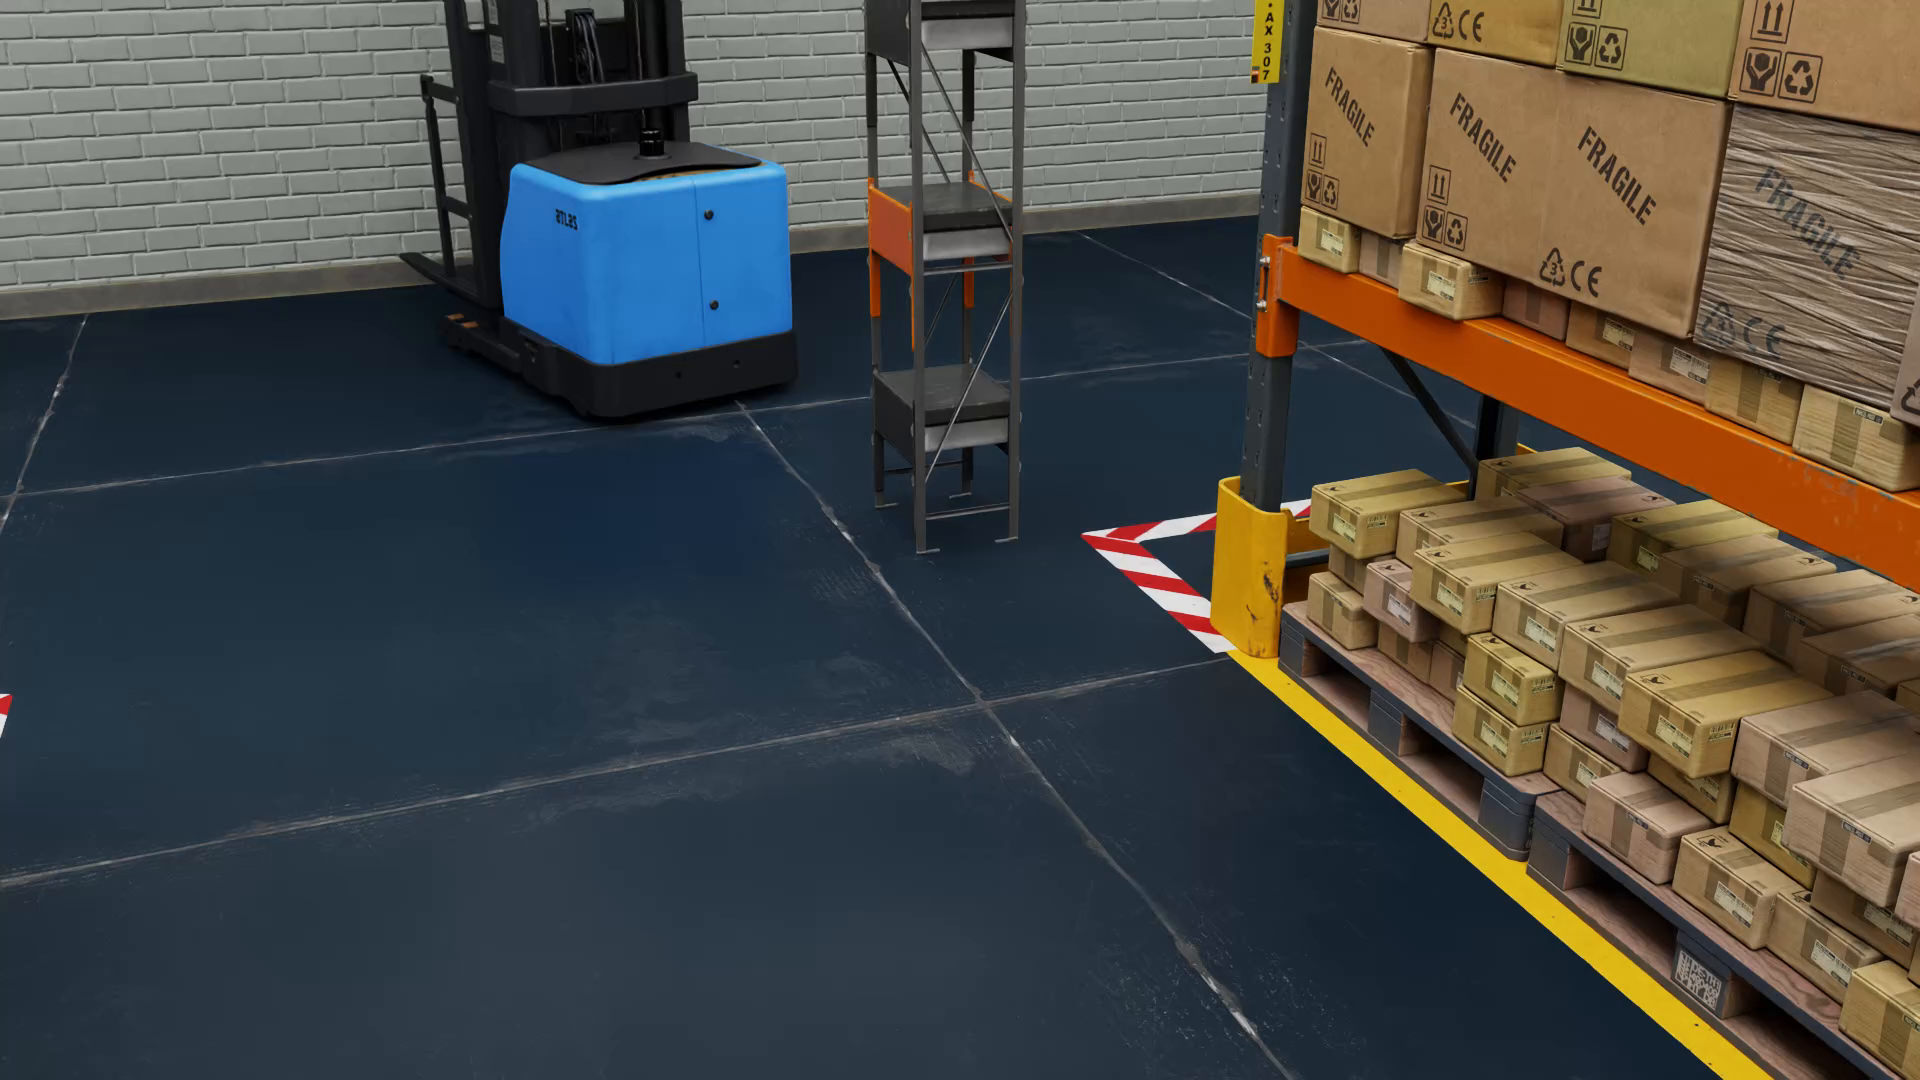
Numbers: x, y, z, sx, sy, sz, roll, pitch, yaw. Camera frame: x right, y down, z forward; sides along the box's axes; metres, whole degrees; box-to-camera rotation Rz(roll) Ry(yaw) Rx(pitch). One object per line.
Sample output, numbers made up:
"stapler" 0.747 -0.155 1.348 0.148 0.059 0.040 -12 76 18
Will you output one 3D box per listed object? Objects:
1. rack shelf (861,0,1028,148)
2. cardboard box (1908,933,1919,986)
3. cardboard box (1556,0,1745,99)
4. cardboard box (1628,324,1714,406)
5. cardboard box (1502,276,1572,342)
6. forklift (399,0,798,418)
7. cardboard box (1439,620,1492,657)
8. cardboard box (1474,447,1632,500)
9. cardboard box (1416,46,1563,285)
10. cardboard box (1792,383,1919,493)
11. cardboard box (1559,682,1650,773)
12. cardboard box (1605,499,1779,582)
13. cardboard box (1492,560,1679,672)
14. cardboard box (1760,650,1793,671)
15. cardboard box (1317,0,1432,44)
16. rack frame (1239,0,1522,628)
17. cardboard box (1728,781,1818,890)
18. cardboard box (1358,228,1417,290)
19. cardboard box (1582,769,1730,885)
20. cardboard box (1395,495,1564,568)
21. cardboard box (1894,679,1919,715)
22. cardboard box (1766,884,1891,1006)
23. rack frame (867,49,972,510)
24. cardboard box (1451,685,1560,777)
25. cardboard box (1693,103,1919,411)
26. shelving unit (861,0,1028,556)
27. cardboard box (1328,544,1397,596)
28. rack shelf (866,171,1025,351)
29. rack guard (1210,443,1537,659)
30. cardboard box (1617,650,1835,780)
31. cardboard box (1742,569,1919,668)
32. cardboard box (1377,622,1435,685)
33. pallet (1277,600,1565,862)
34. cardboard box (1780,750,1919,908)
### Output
"rack shelf" -0.058 -1.660 5.718 0.431 0.518 0.480 -8 24 -19
"cardboard box" 2.082 0.817 3.197 0.380 0.149 0.250 -8 24 -18
"cardboard box" 1.659 -1.233 3.513 0.500 0.500 0.500 -9 24 -20
"cardboard box" 1.736 -0.422 3.712 0.380 0.149 0.250 -9 24 -20
"cardboard box" 1.603 -0.617 4.175 0.380 0.149 0.250 -7 24 -17
"forklift" -2.056 -2.401 8.173 1.130 2.935 3.031 -16 28 -34
"cardboard box" 1.559 0.230 4.589 0.380 0.149 0.250 -8 24 -18
"cardboard box" 1.825 -0.159 5.129 0.380 0.149 0.250 -8 24 -18
"cardboard box" 1.514 -0.954 4.139 0.500 0.500 0.500 -8 24 -19
"cardboard box" 1.875 -0.223 3.242 0.380 0.149 0.250 -8 24 -18
"cardboard box" 1.731 0.421 4.135 0.380 0.149 0.250 -10 25 -22
"cardboard box" 2.071 0.017 4.712 0.380 0.149 0.250 -9 24 -20
"cardboard box" 1.613 0.192 4.297 0.380 0.149 0.250 -10 25 -22
"cardboard box" 2.235 0.348 4.309 0.380 0.149 0.250 -8 24 -18
"cardboard box" 1.312 -1.607 4.402 0.500 0.500 0.500 -8 24 -19
"rack frame" 1.401 -1.163 5.147 1.000 3.000 0.127 -8 24 -19
"cardboard box" 1.952 0.614 3.678 0.380 0.149 0.250 -7 24 -16
"cardboard box" 1.338 -0.798 4.604 0.380 0.149 0.250 -7 24 -17
"cardboard box" 1.724 0.655 3.964 0.380 0.149 0.250 -10 25 -22
"cardboard box" 1.479 0.004 4.743 0.380 0.149 0.250 -8 24 -18
"cardboard box" 2.358 0.412 3.775 0.380 0.149 0.250 -8 24 -19
"cardboard box" 1.962 0.835 3.537 0.380 0.149 0.250 -8 24 -18
"rack frame" -0.145 -1.116 6.195 0.400 2.100 0.015 -8 24 -19
"cardboard box" 1.538 0.473 4.396 0.380 0.149 0.250 -8 24 -18
"cardboard box" 1.861 -0.590 3.276 0.500 0.500 0.500 -9 24 -20
"shelving unit" -0.058 -1.028 5.985 0.431 2.100 0.503 -8 24 -19
"cardboard box" 1.346 0.046 5.026 0.380 0.149 0.250 -7 24 -17
"rack shelf" -0.058 -1.015 5.990 0.431 0.518 0.480 -8 24 -19
"rack guard" 1.428 0.017 5.567 1.175 0.500 0.348 -8 24 -19
"cardboard box" 1.752 0.396 3.813 0.380 0.149 0.250 -8 24 -18
"cardboard box" 2.250 0.209 4.255 0.380 0.149 0.250 -7 24 -17
"cardboard box" 1.456 0.276 4.864 0.380 0.149 0.250 -8 24 -19
"pallet" 1.682 0.450 4.911 1.003 0.211 1.213 -8 24 -19
"cardboard box" 1.916 0.579 3.377 0.380 0.149 0.250 -9 25 -21
